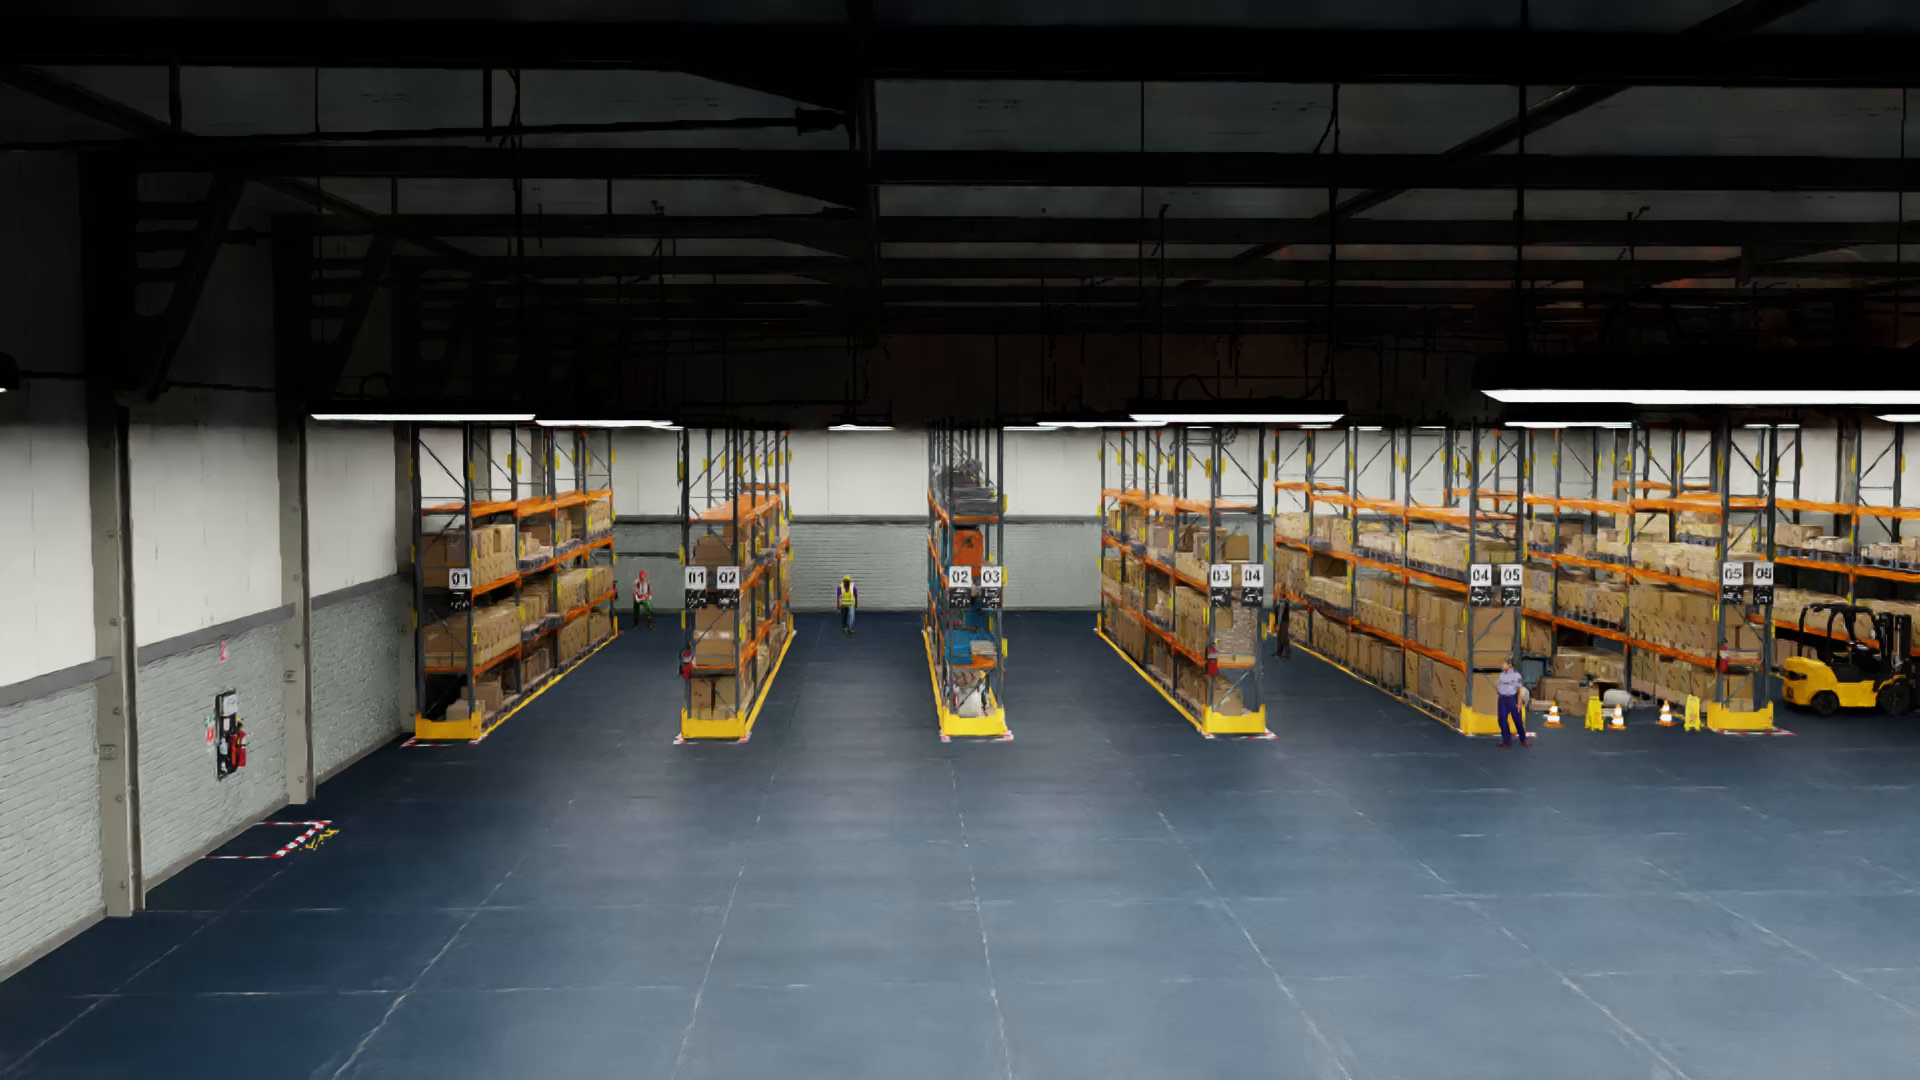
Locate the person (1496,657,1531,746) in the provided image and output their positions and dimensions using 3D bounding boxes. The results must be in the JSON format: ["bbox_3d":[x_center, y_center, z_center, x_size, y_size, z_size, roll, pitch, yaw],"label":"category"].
[{"bbox_3d":[10.065,2.946,30.248,0.530,1.624,0.594,-2,4,-29],"label":"person"}]

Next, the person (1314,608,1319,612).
[{"bbox_3d":[11.127,1.499,52.163,0.473,1.686,0.542,2,4,31],"label":"person"}]

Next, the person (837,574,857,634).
[{"bbox_3d":[-3.204,1.797,47.080,0.577,1.691,1.121,0,4,-1],"label":"person"}]

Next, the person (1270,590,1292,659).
[{"bbox_3d":[8.098,2.118,41.947,0.583,1.709,0.630,1,4,19],"label":"person"}]

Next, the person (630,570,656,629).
[{"bbox_3d":[-9.189,1.723,48.017,0.678,1.725,0.789,-2,4,-22],"label":"person"}]
